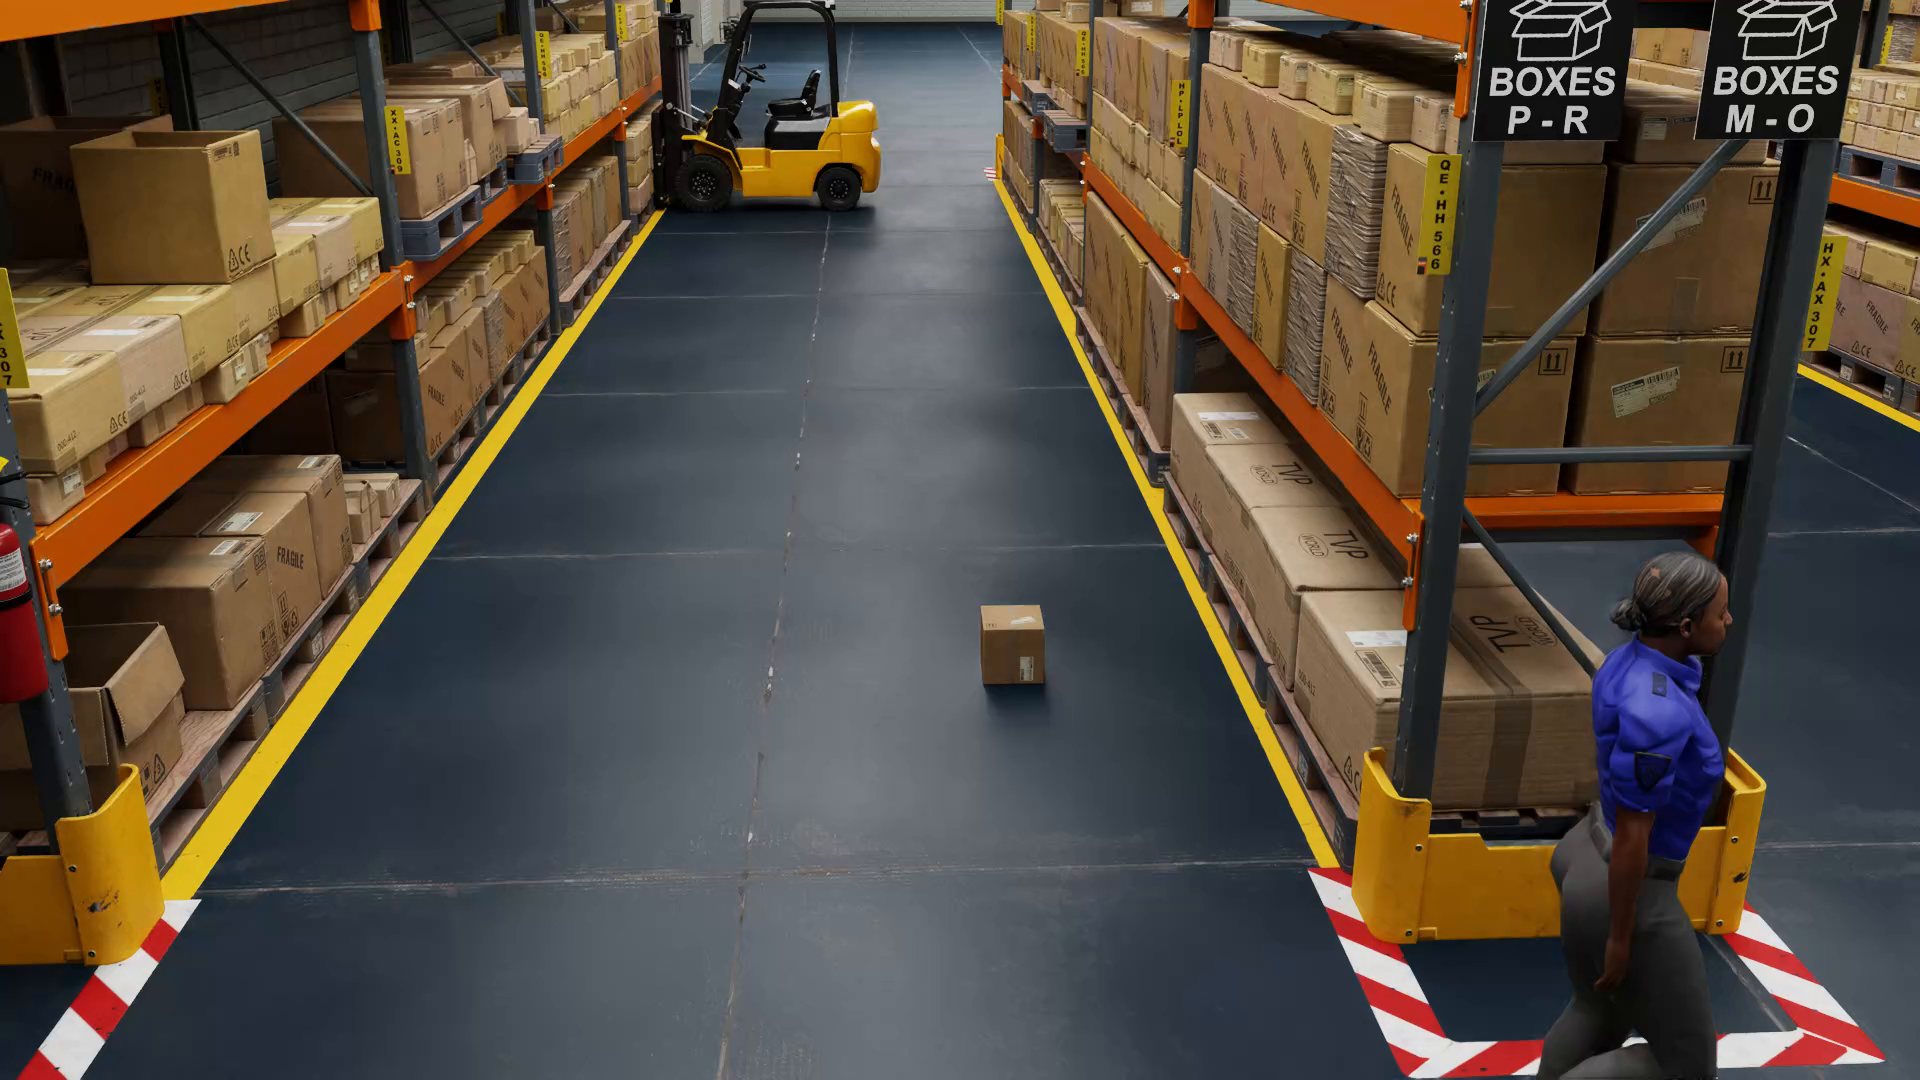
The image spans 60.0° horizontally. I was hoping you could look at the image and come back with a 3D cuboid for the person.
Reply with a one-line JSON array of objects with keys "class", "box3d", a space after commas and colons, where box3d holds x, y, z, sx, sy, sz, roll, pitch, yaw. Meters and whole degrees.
[{"class": "person", "box3d": [1.522, 0.809, 3.838, 0.453, 1.653, 0.497, 5, 21, 12]}]
